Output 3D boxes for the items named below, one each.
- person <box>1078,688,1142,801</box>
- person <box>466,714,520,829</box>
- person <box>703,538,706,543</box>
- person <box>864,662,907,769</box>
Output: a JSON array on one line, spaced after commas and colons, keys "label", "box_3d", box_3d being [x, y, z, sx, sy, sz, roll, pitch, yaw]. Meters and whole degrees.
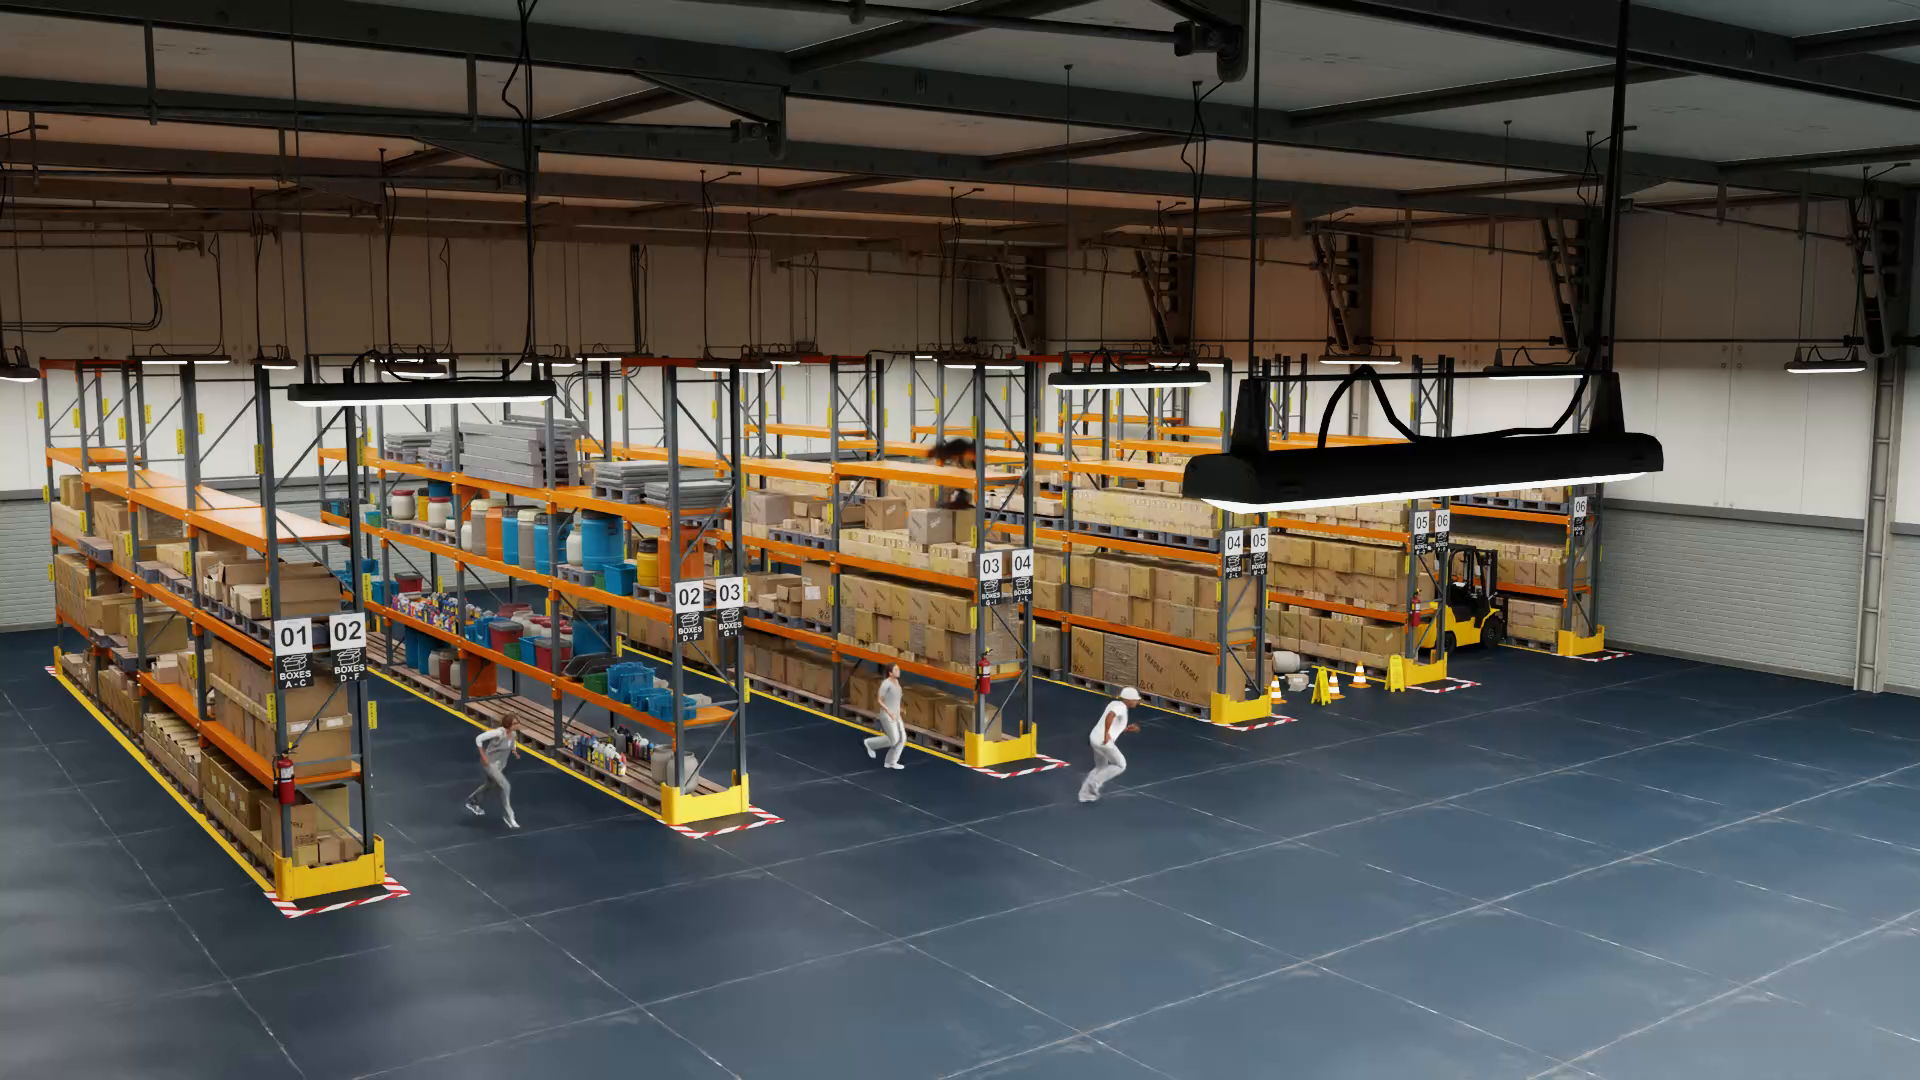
[{"label": "person", "box_3d": [2.066, 2.813, 22.762, 0.887, 1.579, 0.739, -1, 7, -7]}, {"label": "person", "box_3d": [-6.136, 2.998, 21.735, 0.905, 1.549, 0.584, 4, 8, 28]}, {"label": "person", "box_3d": [-6.298, 0.706, 40.443, 0.589, 1.560, 0.823, 2, 7, 13]}, {"label": "person", "box_3d": [-1.098, 2.586, 24.635, 0.628, 1.610, 0.550, 4, 8, 28]}]
